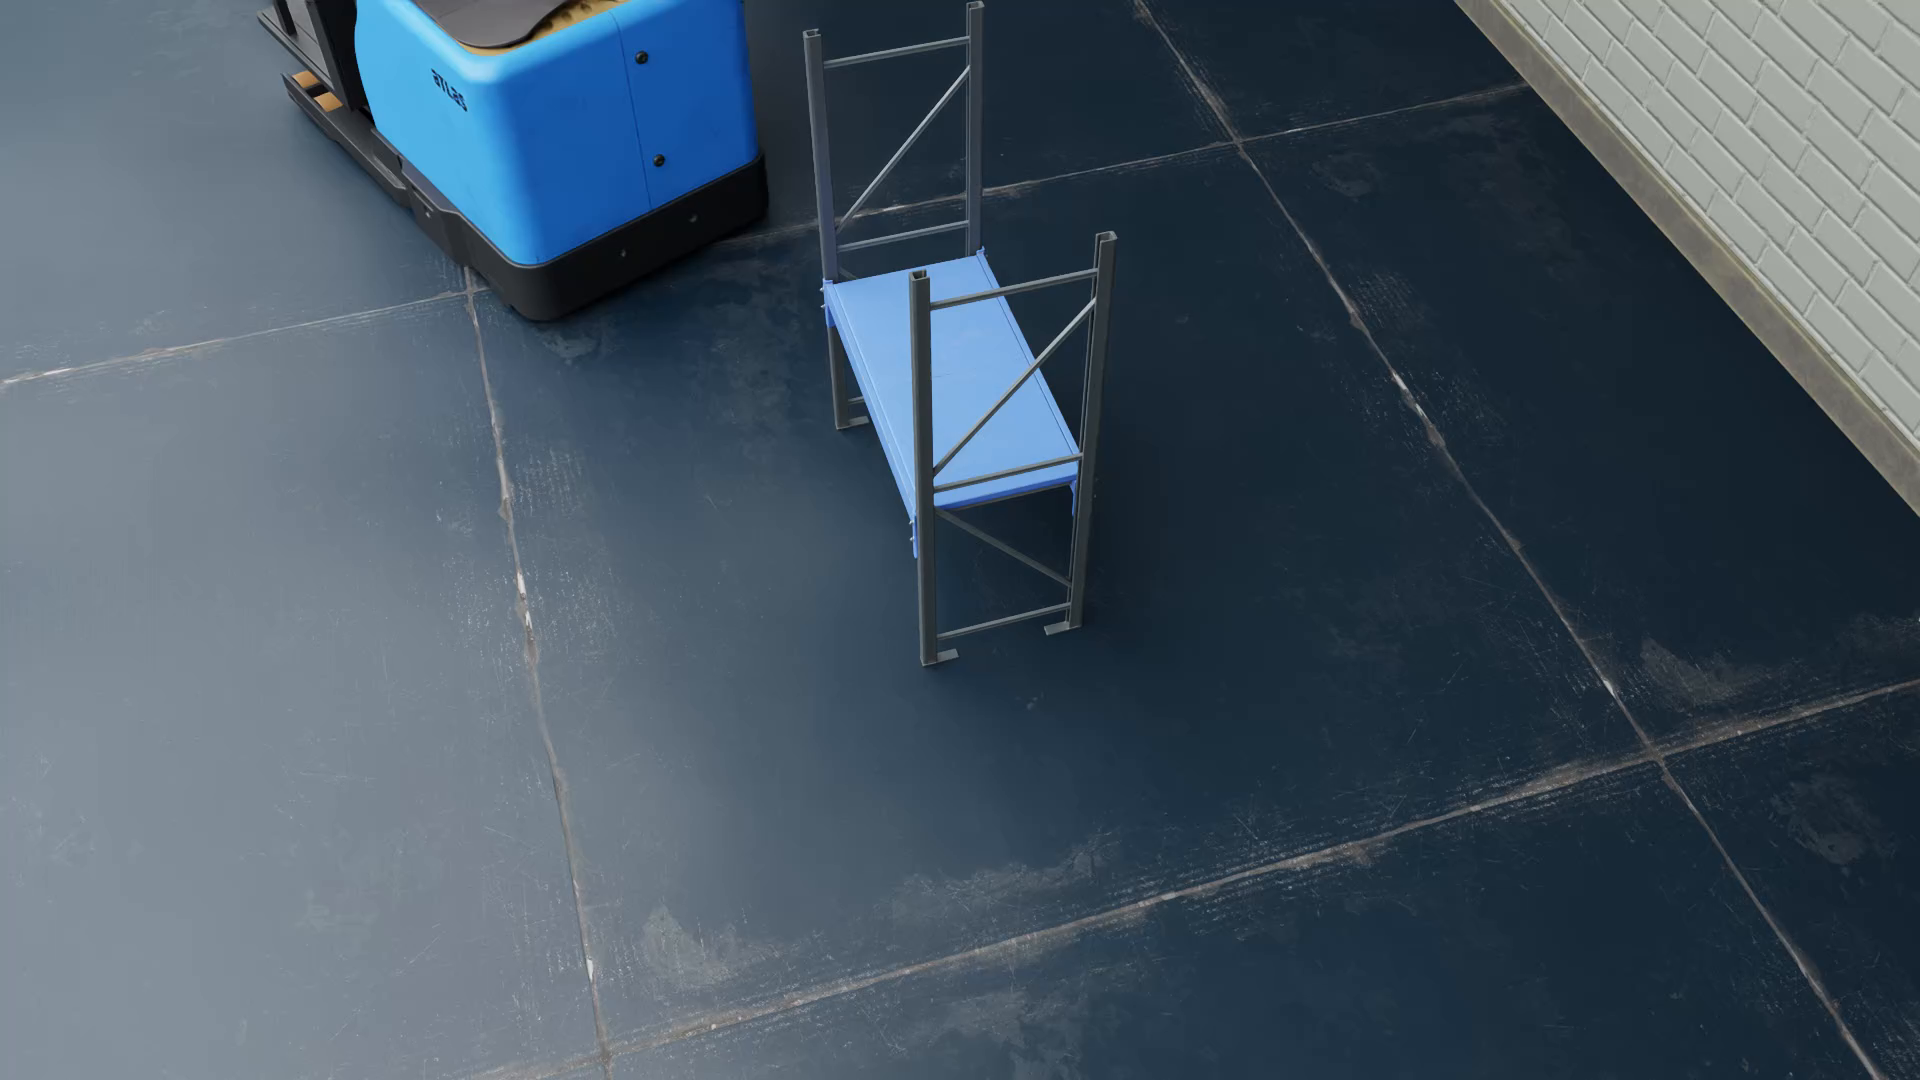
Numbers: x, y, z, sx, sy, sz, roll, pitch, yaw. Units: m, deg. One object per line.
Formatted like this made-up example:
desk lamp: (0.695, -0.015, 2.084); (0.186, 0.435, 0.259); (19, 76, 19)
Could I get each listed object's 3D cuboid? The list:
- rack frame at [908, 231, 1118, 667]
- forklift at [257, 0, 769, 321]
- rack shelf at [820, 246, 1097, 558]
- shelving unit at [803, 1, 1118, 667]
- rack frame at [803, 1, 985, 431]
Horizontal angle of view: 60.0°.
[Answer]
rack frame: (0.125, -0.174, 4.416); (0.500, 1.500, 0.032); (-13, 51, -11)
forklift: (-2.047, -2.772, 5.670); (1.130, 2.935, 3.031); (-33, 57, -25)
rack shelf: (-0.025, -0.430, 4.867); (0.538, 0.185, 1.000); (-13, 51, -11)
shelving unit: (-0.025, -0.546, 4.729); (0.538, 1.500, 1.048); (-13, 51, -11)
rack frame: (-0.176, -0.917, 5.042); (0.500, 1.500, 0.032); (-13, 51, -11)
